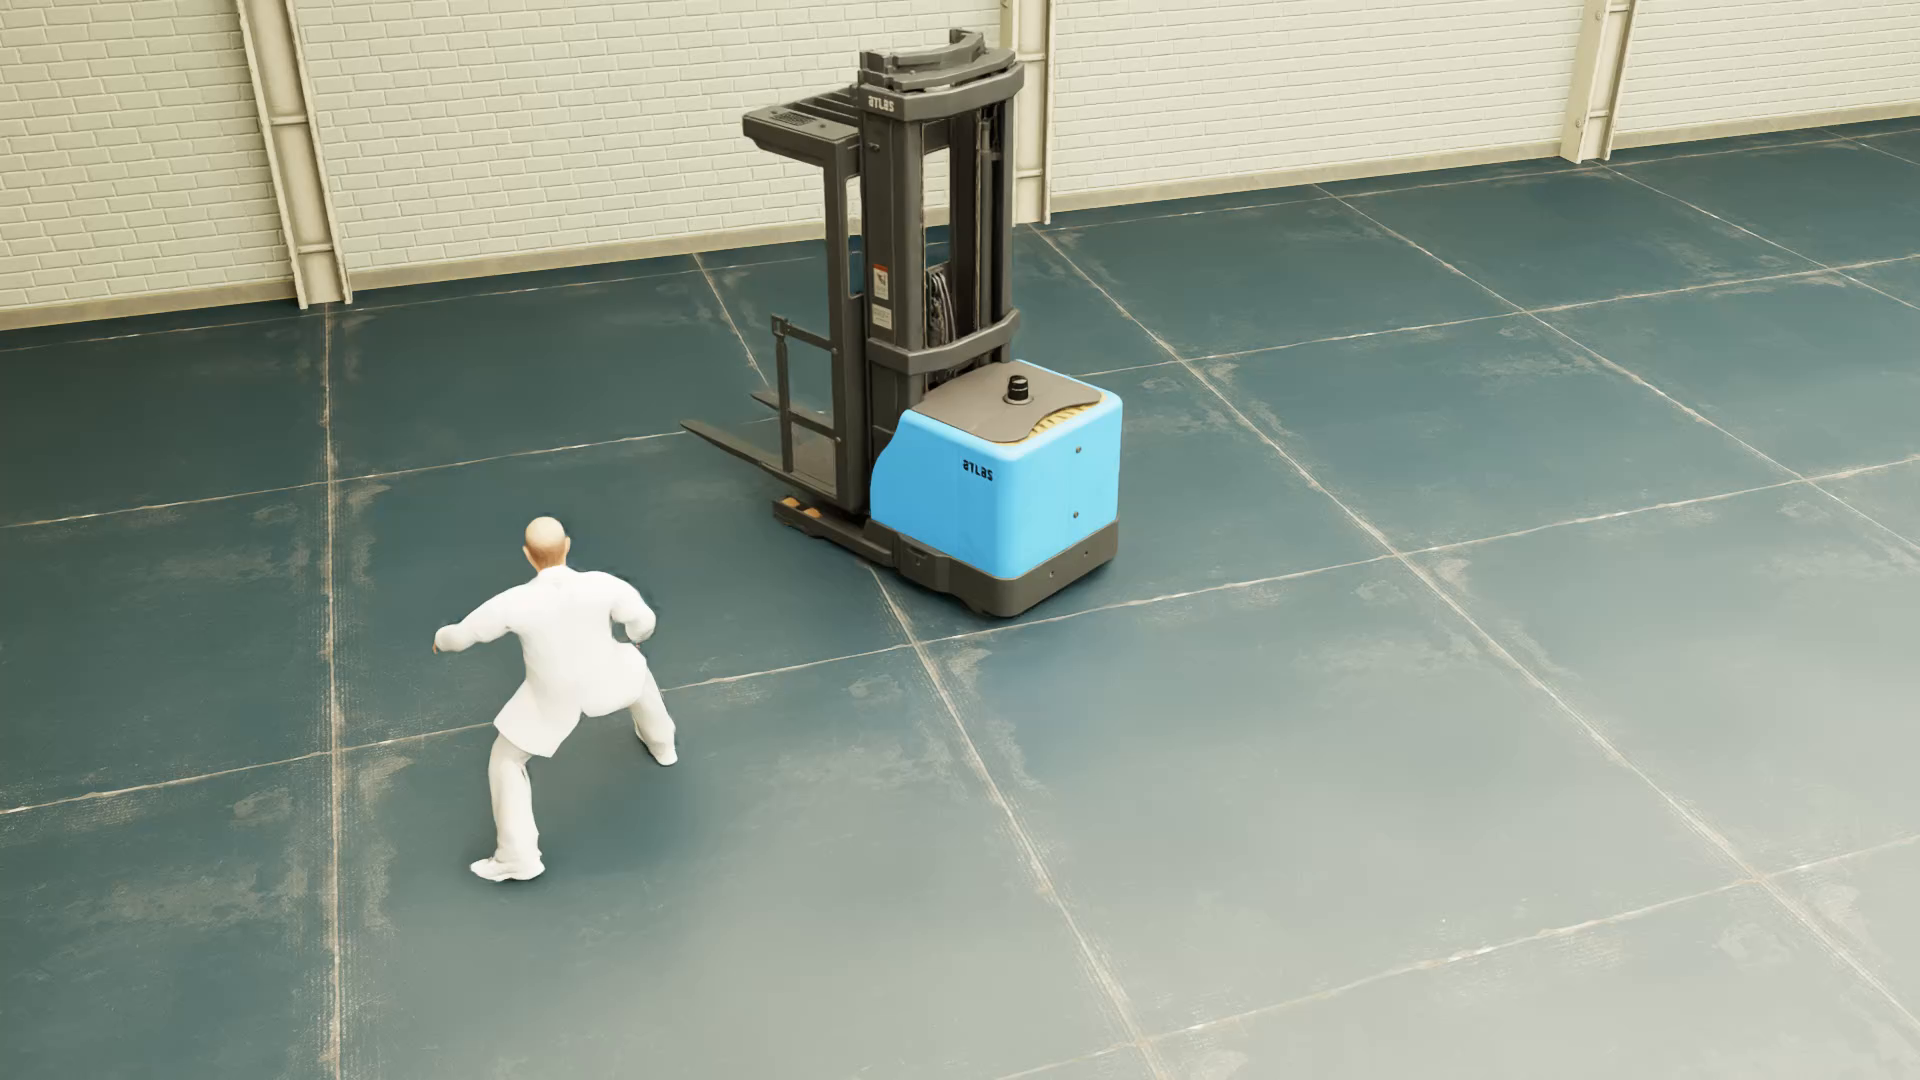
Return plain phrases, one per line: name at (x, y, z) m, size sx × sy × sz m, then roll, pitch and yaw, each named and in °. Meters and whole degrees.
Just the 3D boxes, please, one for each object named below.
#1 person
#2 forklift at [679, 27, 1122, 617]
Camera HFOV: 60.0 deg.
person at (-1.805, 0.584, 7.469) m, size 1.045 × 1.628 × 0.994 m, roll -10°, pitch 31°, yaw -17°
forklift at (-0.505, -1.466, 9.634) m, size 3.031 × 2.935 × 1.130 m, roll 25°, pitch 38°, yaw 36°
